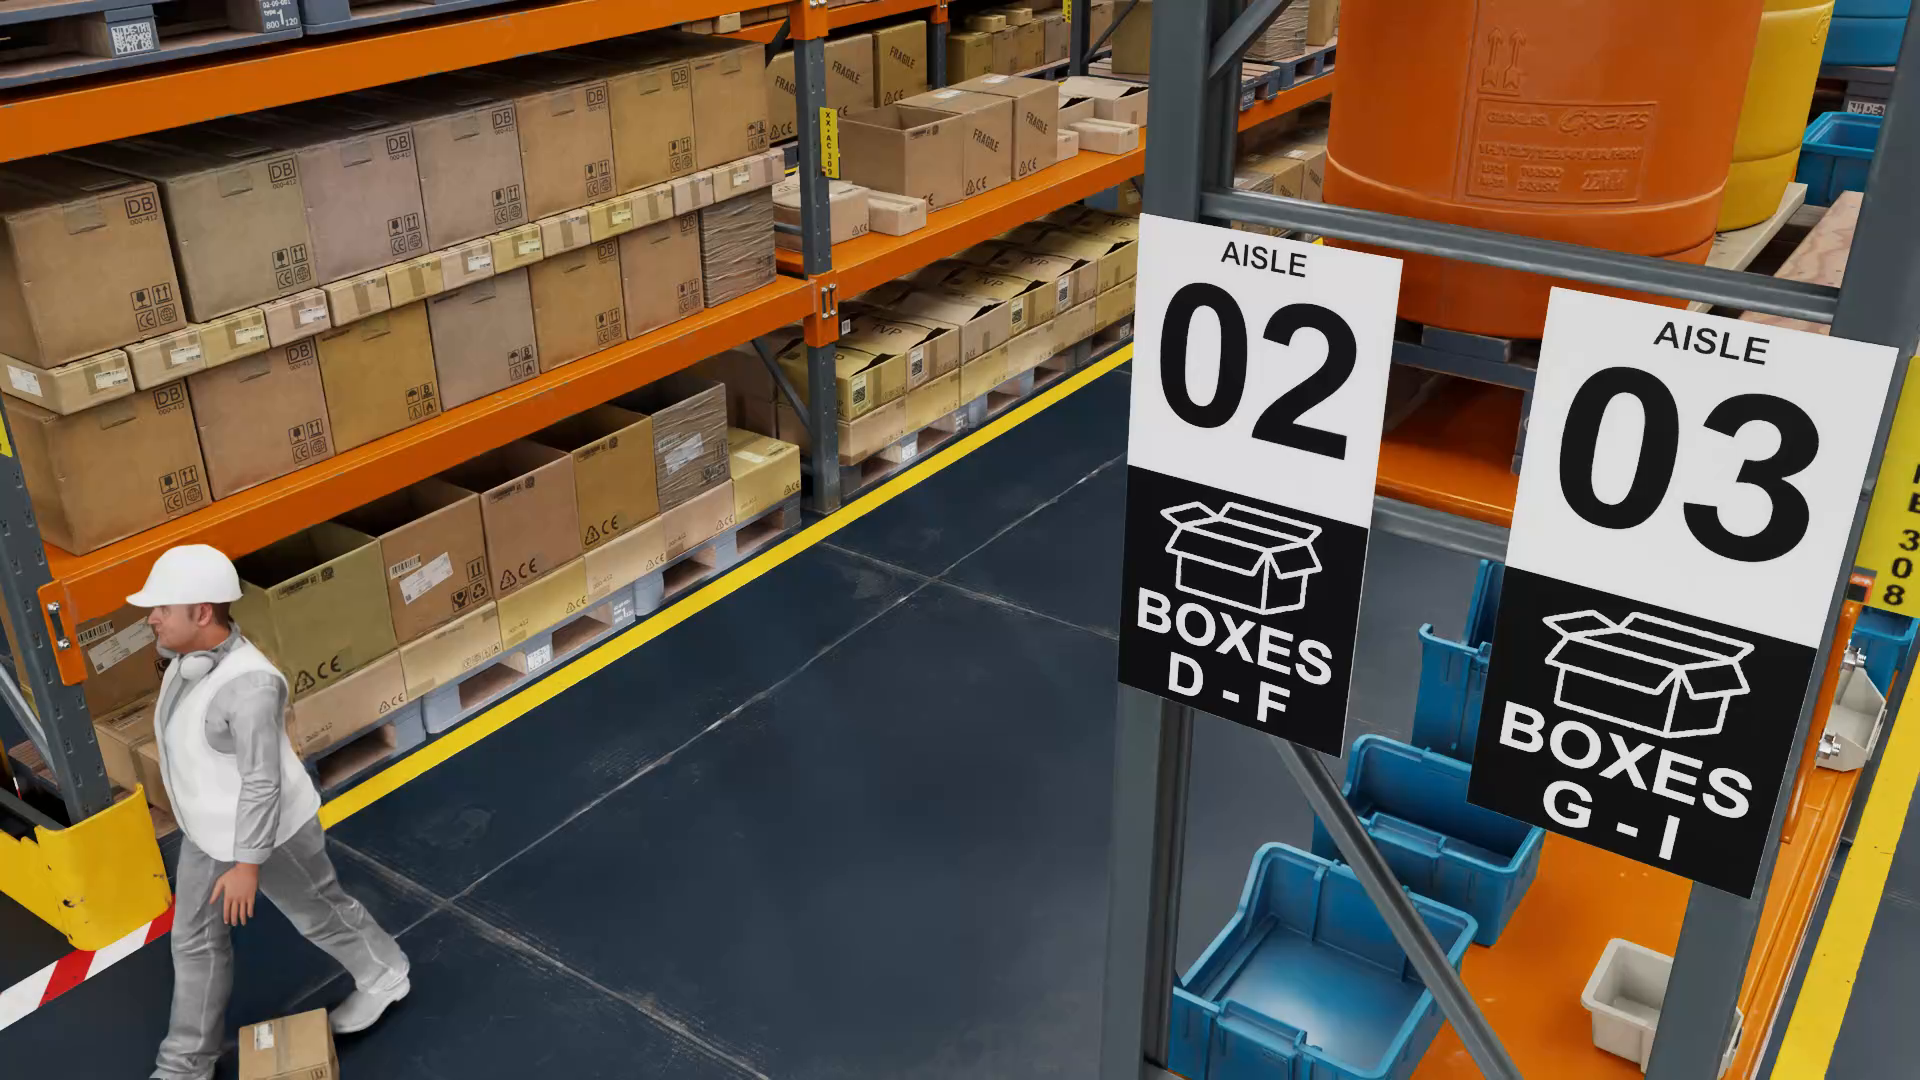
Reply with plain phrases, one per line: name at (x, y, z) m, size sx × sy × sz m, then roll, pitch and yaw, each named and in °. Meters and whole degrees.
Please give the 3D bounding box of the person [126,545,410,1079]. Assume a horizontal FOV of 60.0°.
person at (-2.174, 0.857, 4.872) m, size 0.447 × 1.744 × 0.907 m, roll 22°, pitch 34°, yaw 36°
